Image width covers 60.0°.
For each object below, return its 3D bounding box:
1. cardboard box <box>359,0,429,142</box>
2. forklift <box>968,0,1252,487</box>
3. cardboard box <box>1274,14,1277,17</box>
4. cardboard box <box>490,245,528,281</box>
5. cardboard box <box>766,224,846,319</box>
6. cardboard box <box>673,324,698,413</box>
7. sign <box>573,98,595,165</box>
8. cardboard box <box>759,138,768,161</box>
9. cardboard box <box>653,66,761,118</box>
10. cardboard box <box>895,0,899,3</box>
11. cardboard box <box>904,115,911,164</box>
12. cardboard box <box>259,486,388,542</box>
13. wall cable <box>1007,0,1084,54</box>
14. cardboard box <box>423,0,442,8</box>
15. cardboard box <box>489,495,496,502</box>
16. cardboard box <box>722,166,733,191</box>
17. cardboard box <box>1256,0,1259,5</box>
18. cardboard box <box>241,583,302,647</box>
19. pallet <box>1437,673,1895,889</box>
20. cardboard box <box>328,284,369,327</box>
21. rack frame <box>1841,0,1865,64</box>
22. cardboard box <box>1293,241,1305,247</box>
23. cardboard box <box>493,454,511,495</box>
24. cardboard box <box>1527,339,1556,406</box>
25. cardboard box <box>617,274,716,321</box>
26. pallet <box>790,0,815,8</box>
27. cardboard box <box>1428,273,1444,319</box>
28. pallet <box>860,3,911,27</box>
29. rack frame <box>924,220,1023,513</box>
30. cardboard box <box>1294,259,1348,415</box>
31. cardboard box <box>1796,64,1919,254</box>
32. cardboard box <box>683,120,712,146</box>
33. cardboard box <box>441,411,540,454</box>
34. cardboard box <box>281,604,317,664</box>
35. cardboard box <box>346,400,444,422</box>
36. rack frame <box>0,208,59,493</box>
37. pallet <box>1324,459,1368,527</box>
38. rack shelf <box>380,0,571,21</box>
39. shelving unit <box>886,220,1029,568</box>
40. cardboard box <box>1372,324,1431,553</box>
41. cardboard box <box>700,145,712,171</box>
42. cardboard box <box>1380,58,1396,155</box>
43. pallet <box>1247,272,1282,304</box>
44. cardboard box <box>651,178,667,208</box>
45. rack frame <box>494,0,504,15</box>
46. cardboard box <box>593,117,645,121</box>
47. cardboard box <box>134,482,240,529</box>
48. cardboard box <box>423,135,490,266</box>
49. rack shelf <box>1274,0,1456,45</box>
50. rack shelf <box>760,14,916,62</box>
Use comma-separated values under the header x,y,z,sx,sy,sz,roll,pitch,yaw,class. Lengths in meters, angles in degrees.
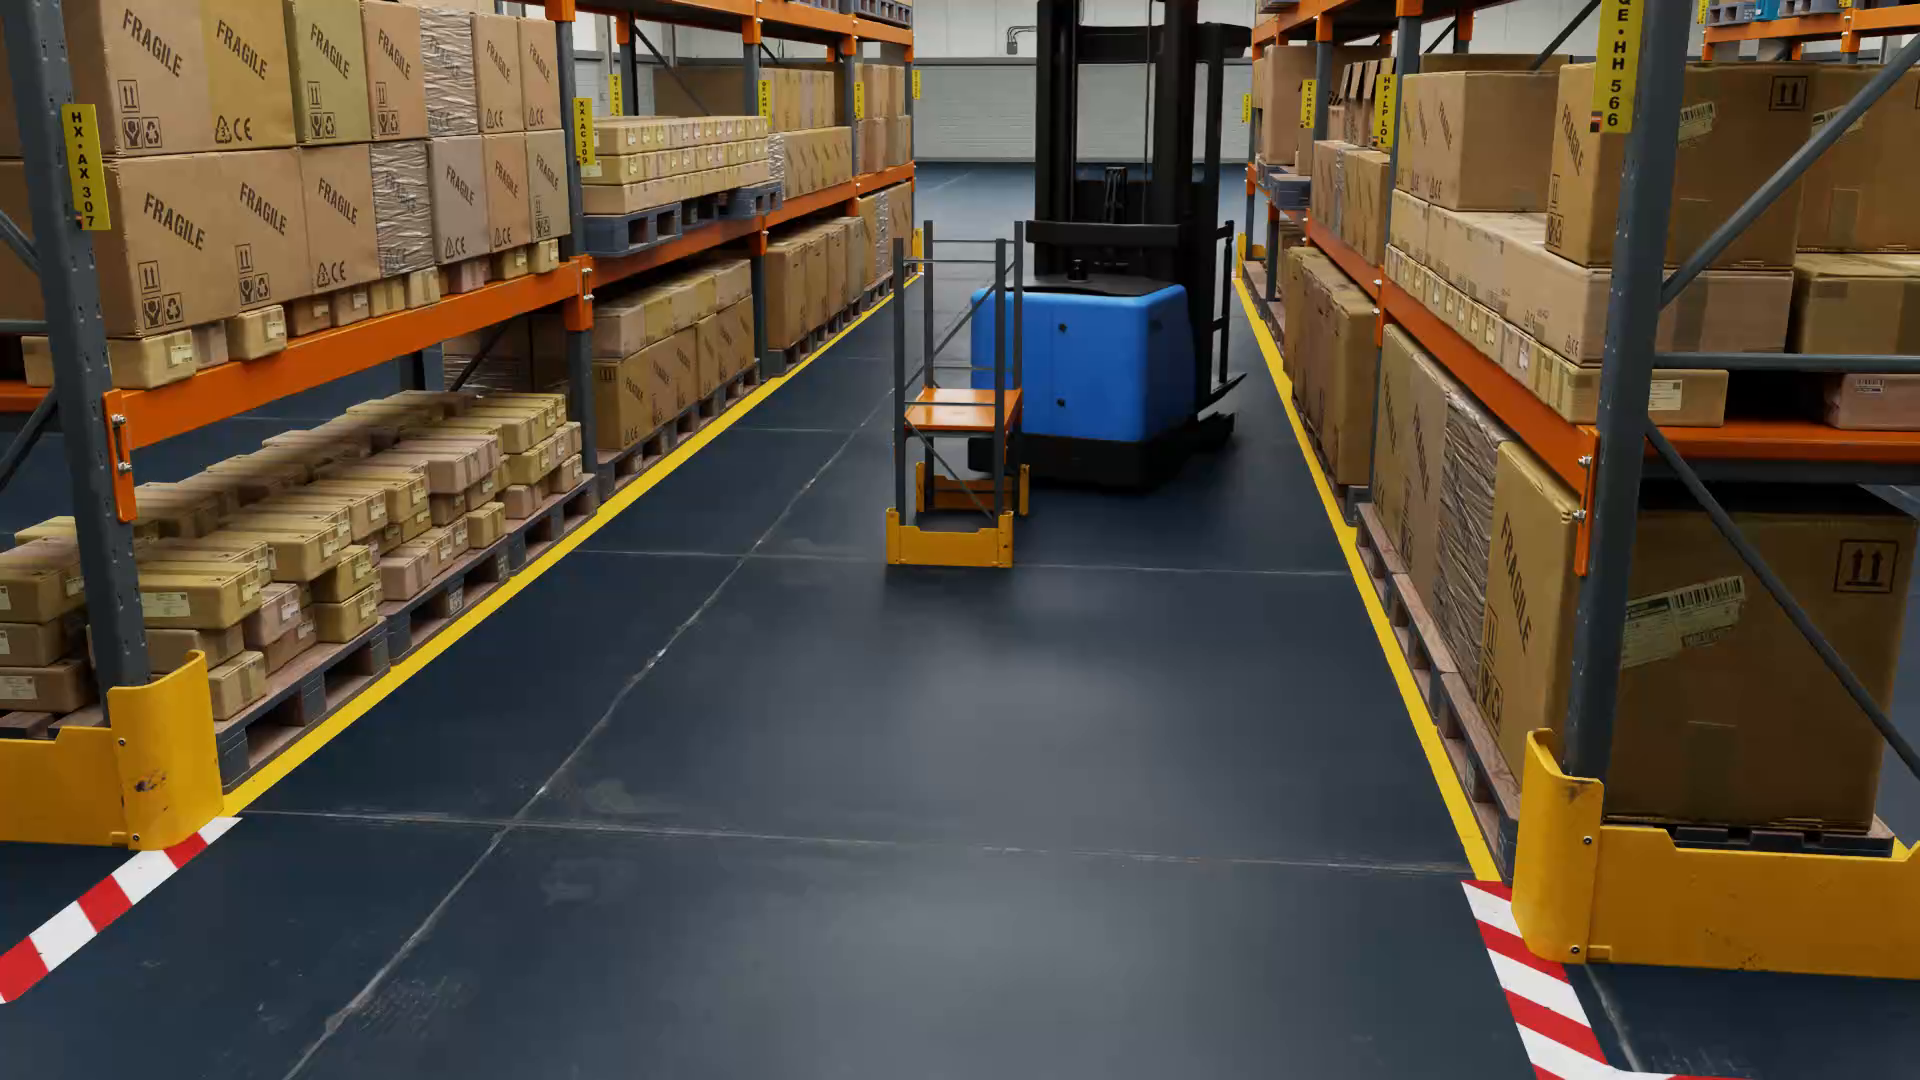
x,y,z,sx,sy,sz,roll,pitch,yaw,class
-2.361,-1.766,6.271,0.500,0.500,0.500,1,15,4,cardboard box
1.094,-2.047,10.115,1.130,2.935,3.031,6,16,23,forklift
3.203,-5.027,15.548,0.500,0.250,0.500,2,15,8,cardboard box
-2.219,-1.283,7.643,0.380,0.149,0.250,2,15,8,cardboard box
-1.600,-2.401,14.800,1.050,0.750,0.750,2,15,6,cardboard box
-1.958,-1.077,10.381,0.500,0.500,0.500,2,15,7,cardboard box
-1.869,-2.027,8.253,0.100,0.325,0.005,2,15,6,sign
-1.561,-2.744,11.670,0.380,0.149,0.250,2,15,7,cardboard box
-1.897,-3.308,12.541,0.700,0.500,0.500,2,15,6,cardboard box
-0.871,-5.953,18.169,0.380,0.149,0.250,1,15,5,cardboard box
-1.052,-4.710,19.548,0.875,0.550,0.550,2,15,6,cardboard box
-2.410,-0.100,6.304,0.380,0.149,0.250,2,15,8,cardboard box
2.571,-17.606,49.518,2.305,6.003,0.169,2,15,6,wall cable
-5.941,-5.837,17.974,0.500,0.250,0.500,2,15,7,cardboard box
-2.343,-0.138,7.582,0.380,0.149,0.250,1,15,5,cardboard box
-1.676,-2.335,10.728,0.380,0.149,0.250,1,15,4,cardboard box
3.476,-6.002,18.390,0.380,0.149,0.250,2,15,7,cardboard box
-2.459,0.247,5.591,0.380,0.149,0.250,2,15,6,cardboard box
2.069,0.723,5.084,1.003,0.211,1.213,2,15,6,pallet
-2.423,-0.878,6.145,0.380,0.149,0.250,1,15,5,cardboard box
8.332,-3.380,14.915,1.000,3.000,0.127,2,15,6,rack frame
3.495,-2.624,16.105,0.500,0.500,0.500,1,15,5,cardboard box
-2.285,-0.299,7.610,0.380,0.149,0.250,2,15,7,cardboard box
1.797,-0.462,4.604,0.380,0.149,0.250,2,15,7,cardboard box
-1.894,-1.571,10.772,0.500,0.250,0.500,2,15,8,cardboard box
-1.815,-4.476,13.584,1.003,0.211,1.213,2,15,9,pallet
1.998,-0.926,6.323,0.380,0.149,0.250,2,15,7,cardboard box
-1.128,-5.948,18.835,1.003,0.211,1.213,2,15,6,pallet
0.067,-0.878,8.536,0.500,1.500,0.032,2,15,6,rack frame
2.752,-1.256,10.326,1.225,0.875,0.875,2,15,6,cardboard box
2.435,-1.093,4.738,0.500,0.500,0.500,1,15,5,cardboard box
-1.736,-2.486,10.145,0.380,0.149,0.250,2,15,8,cardboard box
-2.201,-0.505,7.799,0.380,0.149,0.250,2,15,6,cardboard box
-2.514,0.326,5.865,0.380,0.149,0.250,2,15,7,cardboard box
-2.744,-0.584,8.092,0.380,0.149,0.250,2,15,9,cardboard box
-2.857,-0.586,4.581,0.949,2.616,0.053,2,15,6,rack frame
2.520,-0.307,8.893,1.003,0.211,1.213,2,15,6,pallet
-2.635,-2.205,6.202,1.077,0.370,4.000,2,15,6,rack shelf
0.009,-0.744,8.039,0.587,1.500,1.083,2,15,6,shelving unit
2.354,-0.459,7.379,0.875,0.875,0.875,2,15,6,cardboard box
-1.733,-2.342,10.185,0.380,0.149,0.250,1,15,5,cardboard box
2.661,-2.327,8.907,0.797,0.503,0.637,2,15,7,cardboard box
3.586,-2.672,17.640,1.003,0.211,1.213,2,15,6,pallet
-1.850,-1.930,9.230,0.380,0.149,0.250,2,15,7,cardboard box
-5.985,-7.751,19.587,1.000,3.000,0.127,2,15,6,rack frame
-2.293,-2.713,10.986,0.380,0.149,0.250,1,15,4,cardboard box
-2.997,-0.115,6.359,0.380,0.149,0.250,2,15,8,cardboard box
-2.300,-1.418,6.897,0.500,0.500,0.500,2,15,6,cardboard box
3.185,-4.108,13.238,1.077,0.370,4.000,2,15,6,rack shelf
-1.281,-5.317,17.712,1.077,0.370,4.000,2,15,6,rack shelf
